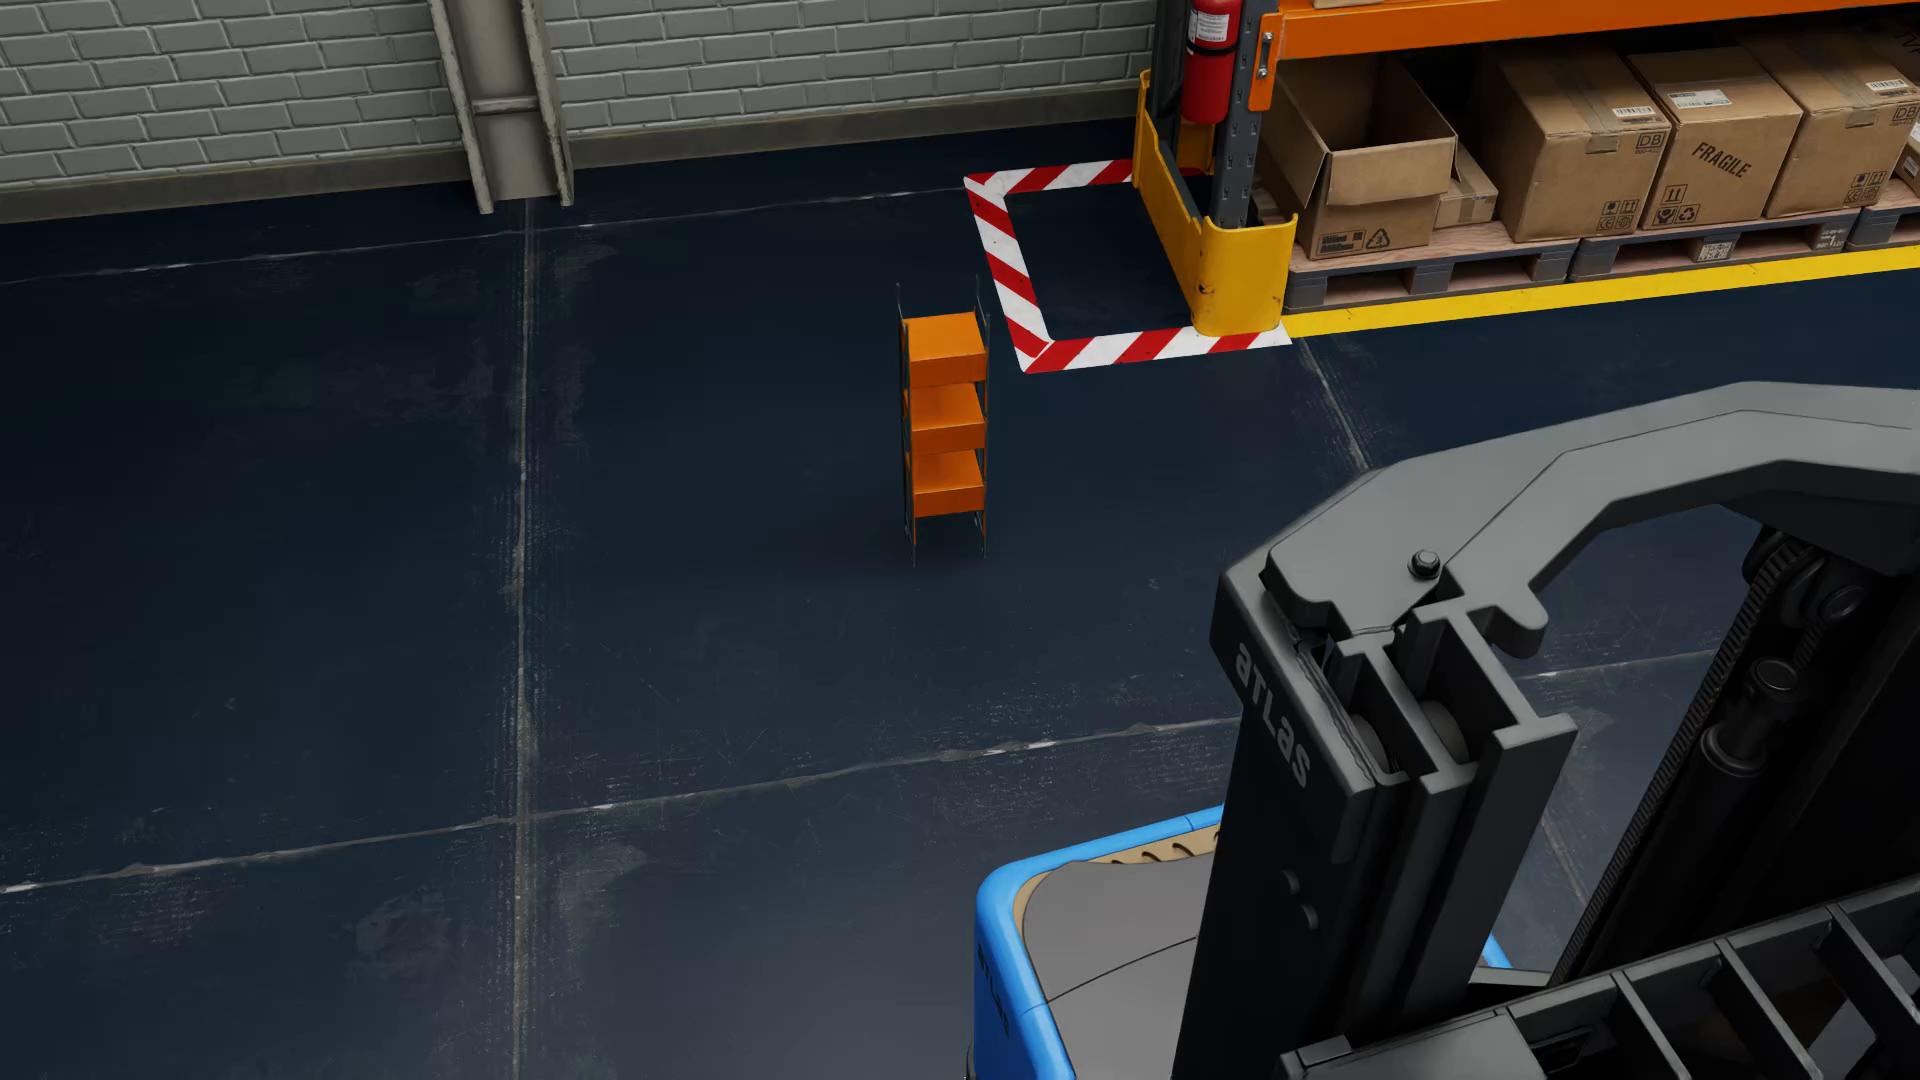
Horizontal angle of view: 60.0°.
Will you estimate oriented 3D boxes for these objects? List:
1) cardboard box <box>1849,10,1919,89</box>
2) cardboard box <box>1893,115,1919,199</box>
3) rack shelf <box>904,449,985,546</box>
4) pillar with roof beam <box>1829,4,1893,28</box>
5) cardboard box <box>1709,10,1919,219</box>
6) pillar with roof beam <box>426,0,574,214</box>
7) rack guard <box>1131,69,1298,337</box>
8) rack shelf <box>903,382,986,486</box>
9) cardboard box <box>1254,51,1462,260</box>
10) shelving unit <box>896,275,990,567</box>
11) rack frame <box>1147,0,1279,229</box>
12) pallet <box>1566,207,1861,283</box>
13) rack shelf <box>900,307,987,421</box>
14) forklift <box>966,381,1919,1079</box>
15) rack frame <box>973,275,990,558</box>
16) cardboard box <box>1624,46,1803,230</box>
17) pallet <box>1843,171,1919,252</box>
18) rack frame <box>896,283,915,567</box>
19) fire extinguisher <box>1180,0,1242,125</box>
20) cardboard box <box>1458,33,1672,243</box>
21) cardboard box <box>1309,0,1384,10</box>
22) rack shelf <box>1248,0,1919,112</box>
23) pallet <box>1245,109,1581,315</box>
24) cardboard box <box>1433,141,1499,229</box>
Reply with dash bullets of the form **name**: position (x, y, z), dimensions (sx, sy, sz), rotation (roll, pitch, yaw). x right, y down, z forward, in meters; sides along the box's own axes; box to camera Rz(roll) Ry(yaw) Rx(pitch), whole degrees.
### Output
- **cardboard box**: position (4.182, -2.045, 7.213), dimensions (0.500, 0.311, 0.500), rotation (-6, 46, -5)
- **cardboard box**: position (4.022, -1.622, 6.837), dimensions (0.258, 0.266, 0.396), rotation (-6, 46, -5)
- **rack shelf**: position (-0.053, -0.158, 5.573), dimensions (0.240, 0.259, 0.215), rotation (-7, 46, -7)
- **pillar with roof beam**: position (4.767, -2.327, 1.743), dimensions (0.400, 9.000, 9.100), rotation (-7, 46, -7)
- **cardboard box**: position (3.422, -1.746, 6.793), dimensions (0.500, 0.500, 0.700), rotation (-9, 47, -8)
- **pillar with roof beam**: position (-1.145, -1.590, 1.033), dimensions (0.400, 9.000, 9.100), rotation (-7, 46, -7)
- **rack guard**: position (1.006, -1.397, 6.749), dimensions (0.348, 0.500, 1.175), rotation (-7, 46, -7)
- **rack shelf**: position (-0.053, -0.350, 5.373), dimensions (0.240, 0.259, 0.215), rotation (-7, 46, -7)
- **cardboard box**: position (1.550, -1.542, 6.595), dimensions (0.637, 0.503, 0.797), rotation (-9, 47, -8)
- **shelving unit**: position (-0.053, -0.358, 5.366), dimensions (0.252, 1.050, 0.215), rotation (-7, 46, -7)
- **rack frame**: position (0.931, -2.255, 5.839), dimensions (0.127, 3.000, 1.000), rotation (-7, 46, -7)
- **pallet**: position (2.991, -1.542, 7.090), dimensions (1.213, 0.211, 1.003), rotation (-7, 46, -7)
- **rack shelf**: position (-0.053, -0.547, 5.169), dimensions (0.240, 0.259, 0.215), rotation (-7, 46, -7)
- **forklift**: position (0.948, 1.351, 2.413), dimensions (1.130, 2.935, 3.031), rotation (-13, 47, -12)
- **rack frame**: position (0.067, -0.373, 5.380), dimensions (0.008, 1.050, 0.200), rotation (-7, 46, -7)
- **cardboard box**: position (2.937, -1.612, 6.665), dimensions (0.500, 0.500, 0.500), rotation (-6, 46, -6)
- **pallet**: position (4.196, -1.695, 7.236), dimensions (1.213, 0.211, 1.003), rotation (-7, 46, -7)
- **rack frame**: position (-0.173, -0.343, 5.351), dimensions (0.008, 1.050, 0.200), rotation (-7, 46, -7)
- **fire extinguisher**: position (0.865, -1.752, 5.668), dimensions (0.183, 0.674, 0.296), rotation (-7, 46, -7)
- **cardboard box**: position (2.399, -1.618, 6.670), dimensions (0.500, 0.500, 0.700), rotation (-5, 46, -5)
- **cardboard box**: position (1.302, -2.013, 5.781), dimensions (0.250, 0.149, 0.380), rotation (-7, 47, -7)
- **rack shelf**: position (2.902, -2.251, 6.335), dimensions (4.000, 0.370, 1.077), rotation (-7, 46, -7)
- **pallet**: position (1.792, -1.395, 6.948), dimensions (1.213, 0.211, 1.003), rotation (-7, 46, -7)
- **cardboard box**: position (1.976, -1.444, 6.746), dimensions (0.250, 0.149, 0.380), rotation (-9, 47, -8)
